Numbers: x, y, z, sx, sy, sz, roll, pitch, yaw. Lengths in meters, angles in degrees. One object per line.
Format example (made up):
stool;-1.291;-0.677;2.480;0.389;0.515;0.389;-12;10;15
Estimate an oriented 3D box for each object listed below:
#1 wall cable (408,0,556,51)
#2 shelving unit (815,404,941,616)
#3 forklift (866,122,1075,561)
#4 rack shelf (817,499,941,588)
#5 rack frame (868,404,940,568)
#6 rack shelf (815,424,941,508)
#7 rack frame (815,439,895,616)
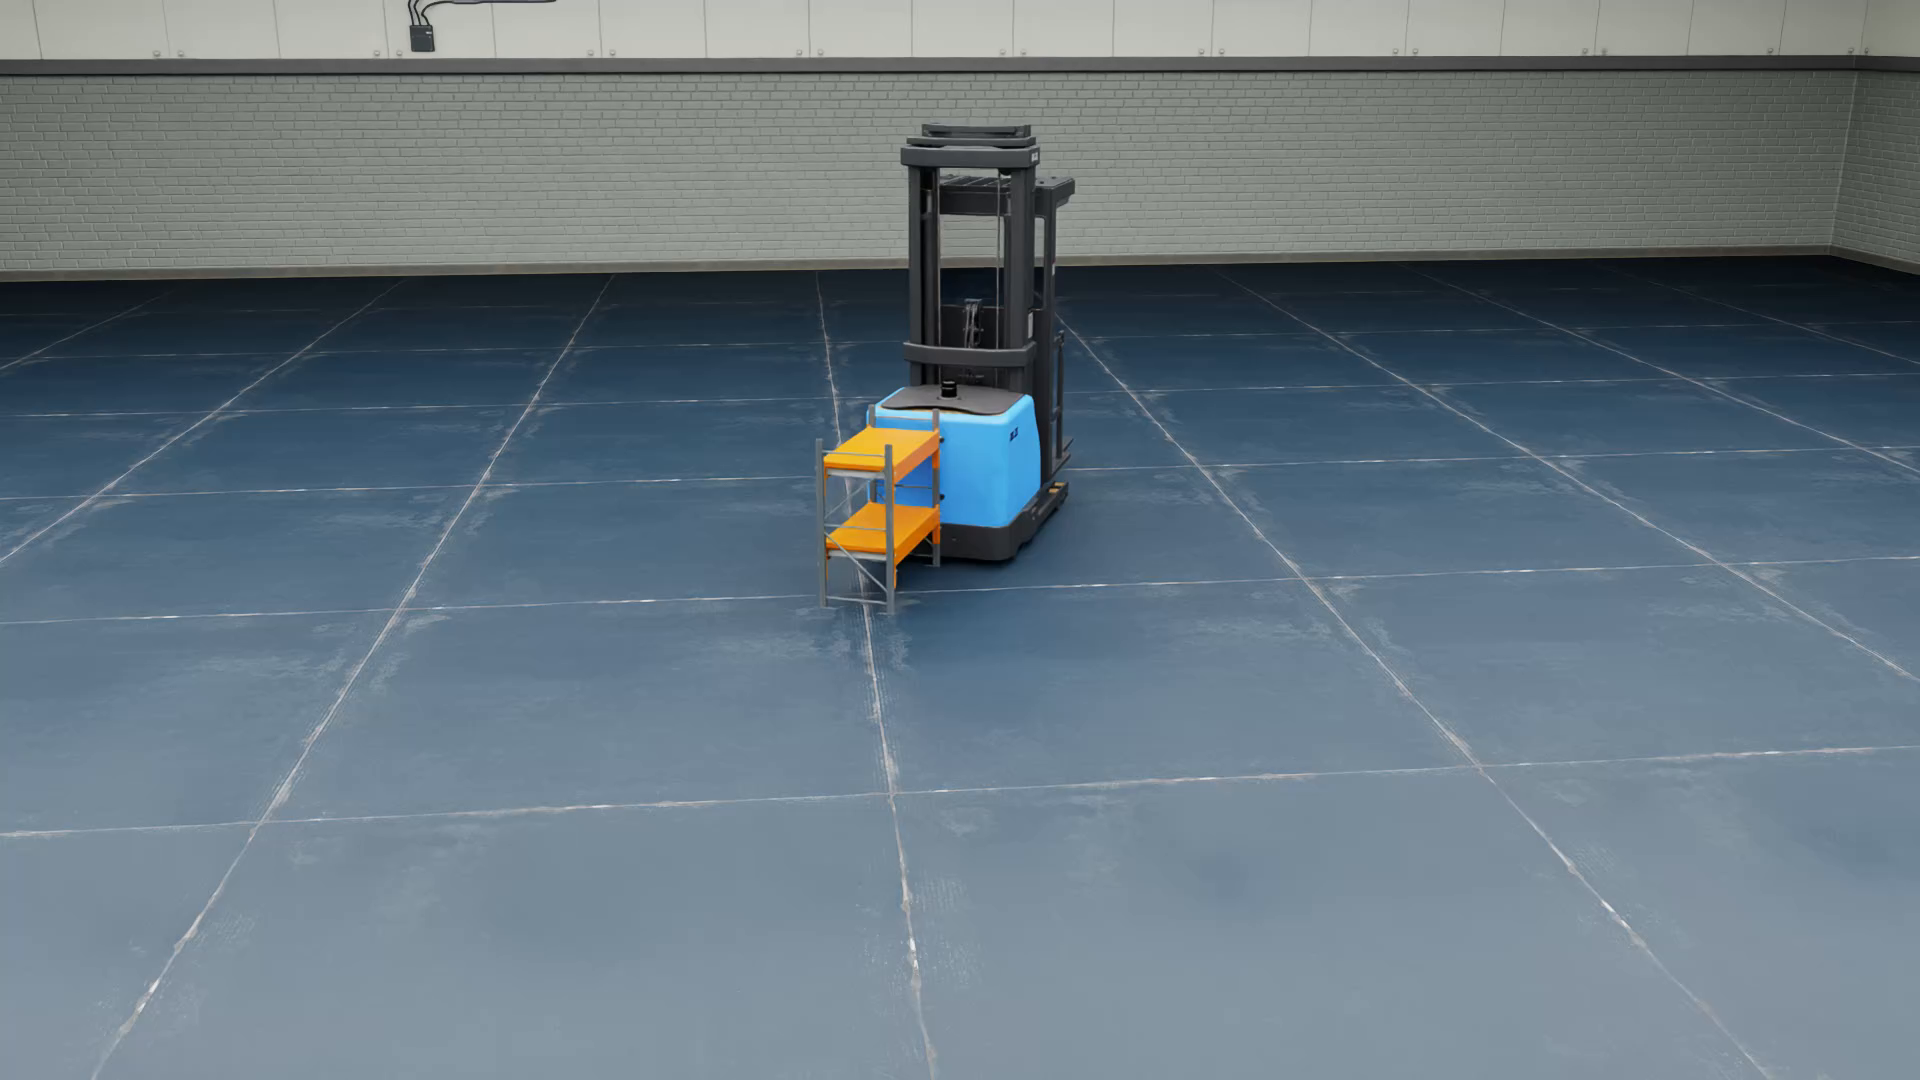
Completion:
wall cable;-6.664;-9.870;22.913;2.305;6.003;0.169;-2;18;-6
shelving unit;-0.523;-0.221;11.002;0.538;1.125;1.048;5;18;15
forklift;0.228;-1.658;12.566;1.130;2.935;3.031;5;18;15
rack shelf;-0.523;0.012;11.076;0.538;0.278;1.000;5;18;15
rack frame;-0.383;-0.367;11.469;0.500;1.125;0.032;5;18;15
rack shelf;-0.523;-0.500;10.915;0.538;0.278;1.000;5;18;15
rack frame;-0.662;-0.074;10.536;0.500;1.125;0.032;5;18;15
